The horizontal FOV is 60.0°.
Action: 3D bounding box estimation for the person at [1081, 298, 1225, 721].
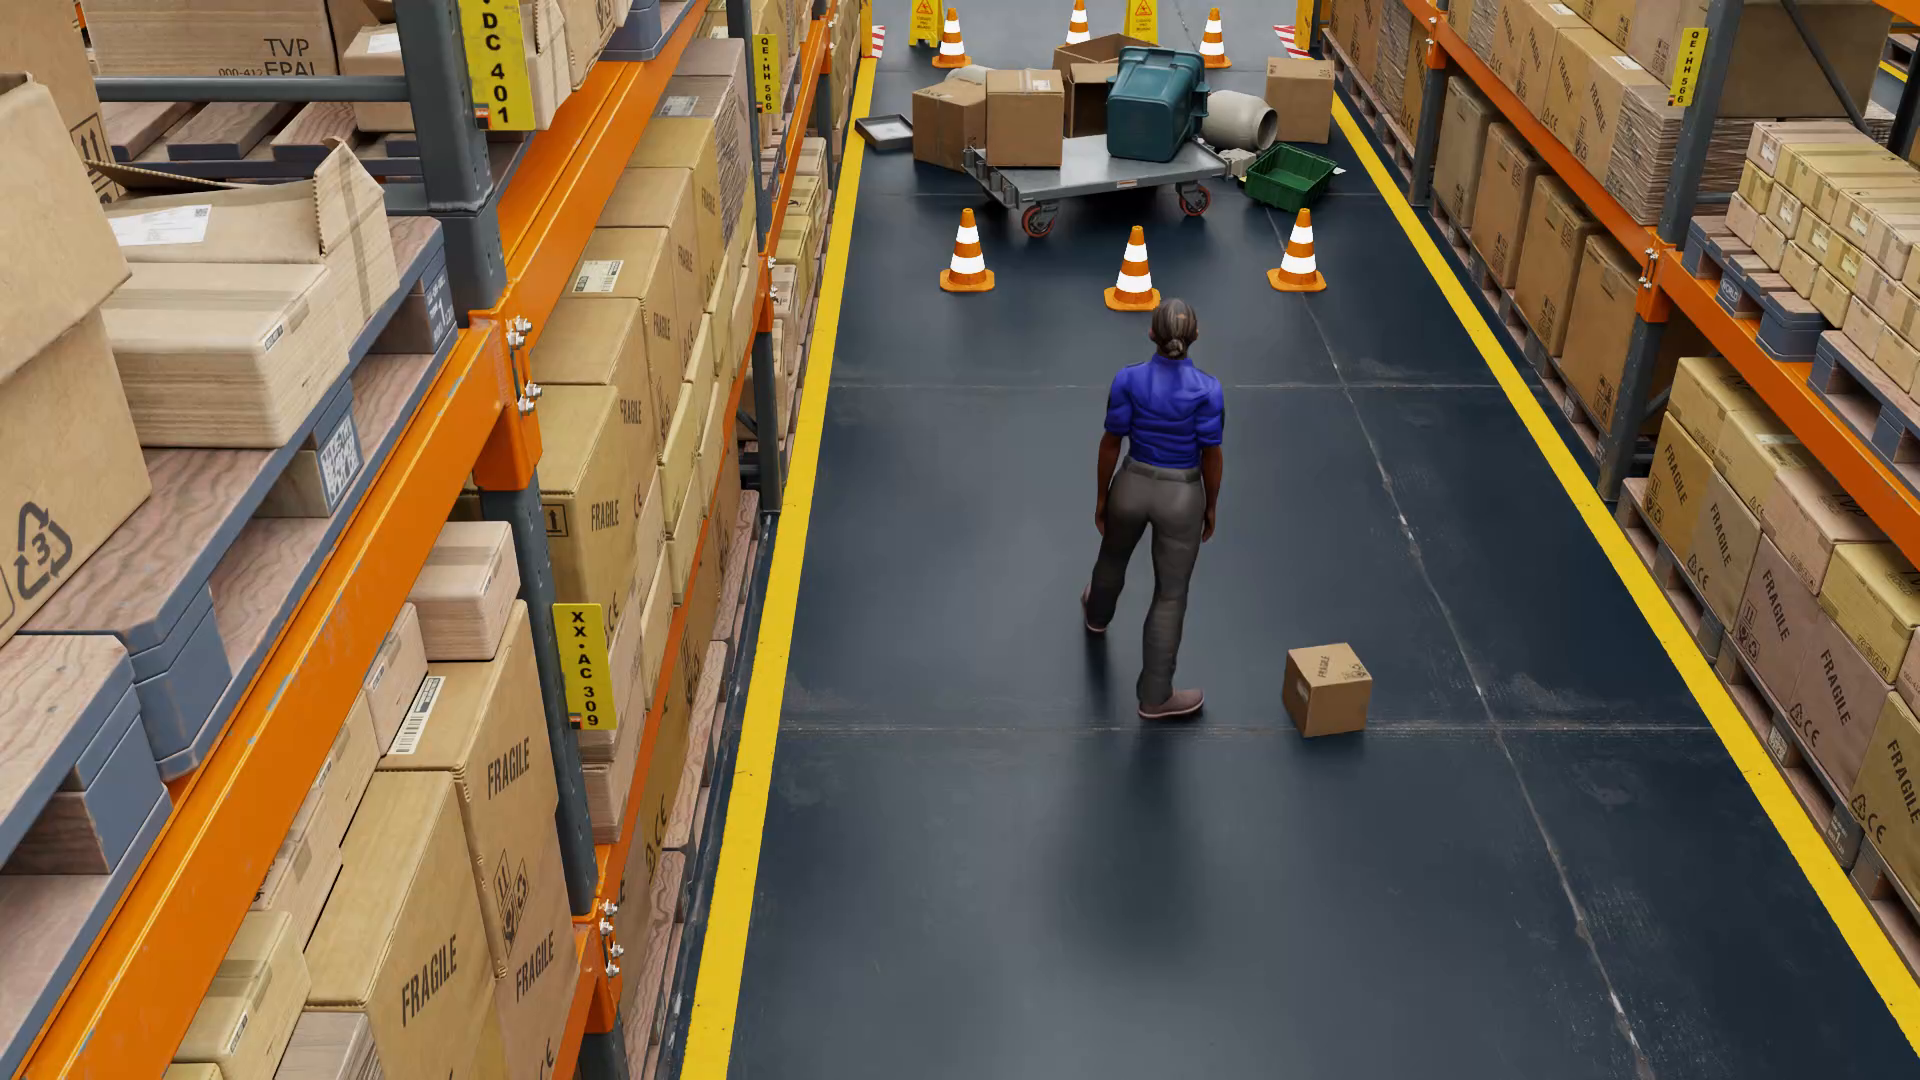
[{"bbox_3d":[0.726,-0.186,6.423,0.654,1.629,0.778,11,33,17],"label":"person"}]
